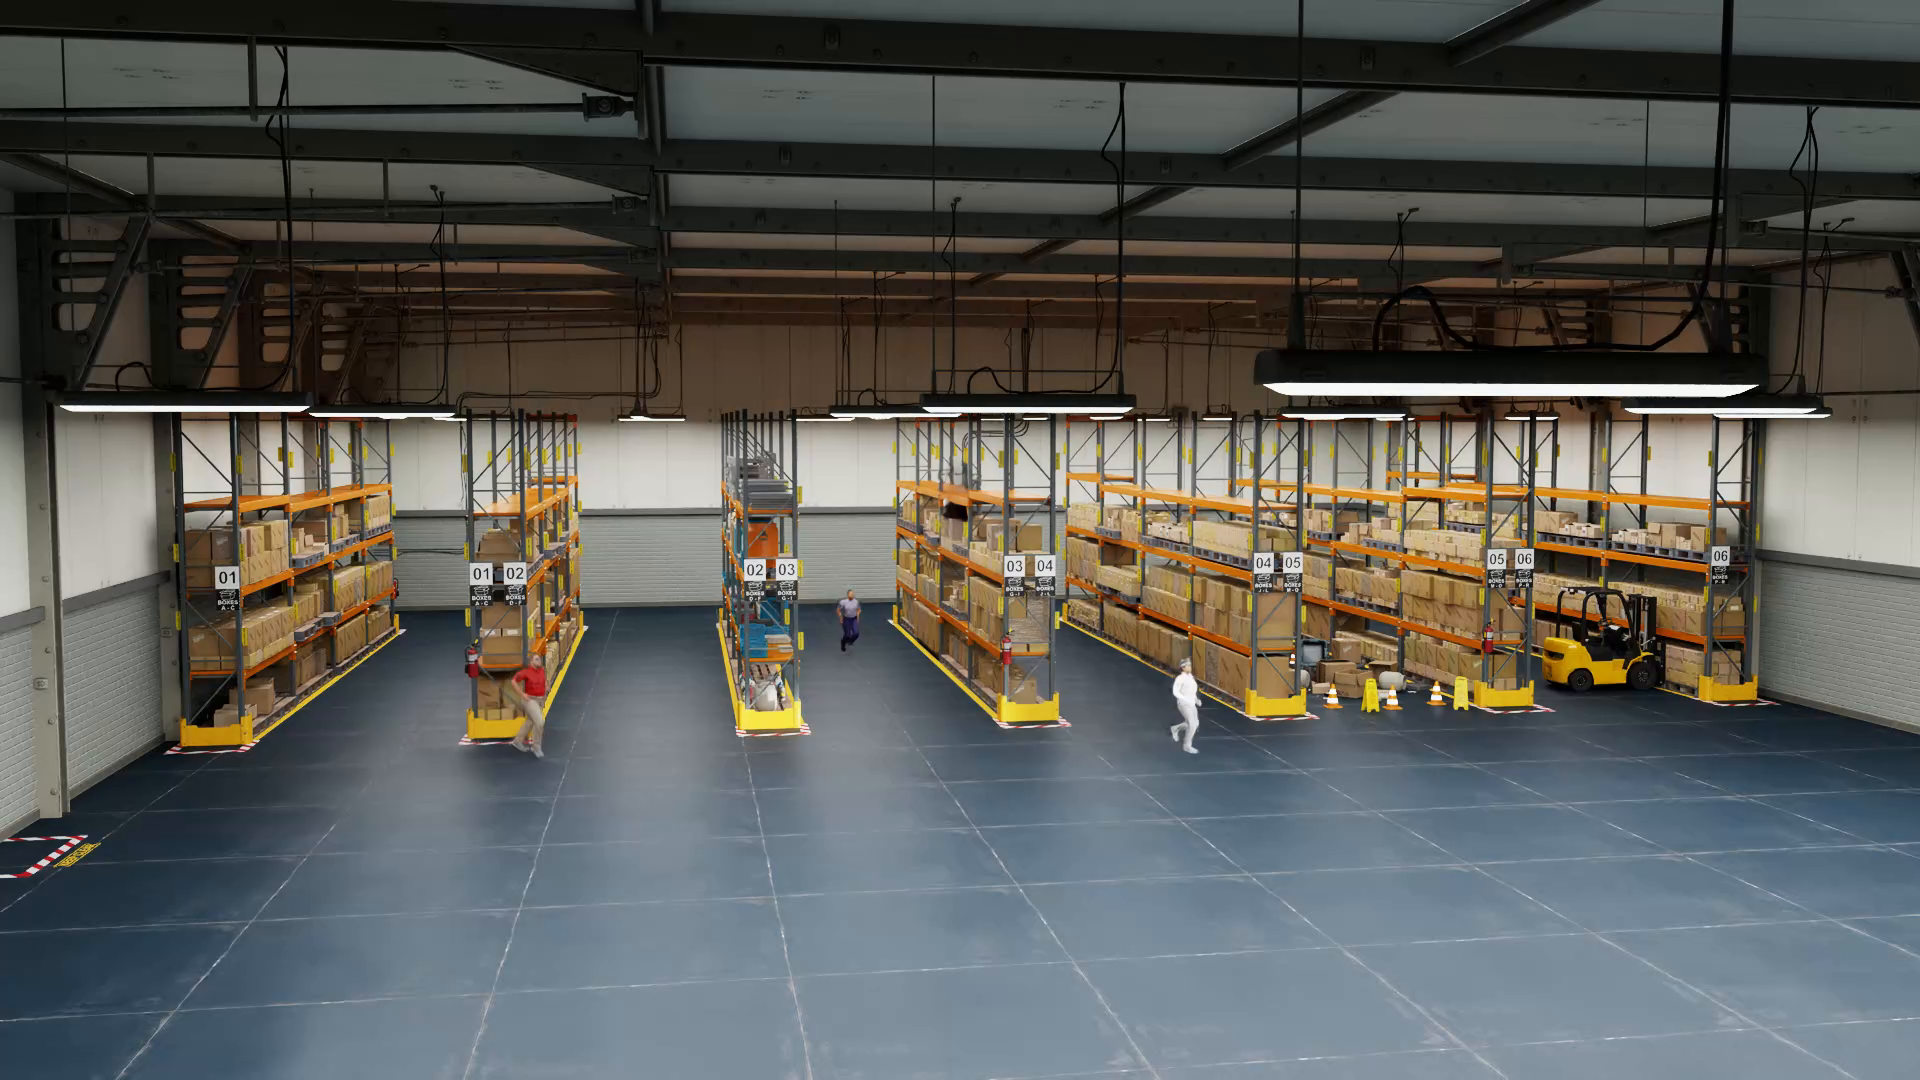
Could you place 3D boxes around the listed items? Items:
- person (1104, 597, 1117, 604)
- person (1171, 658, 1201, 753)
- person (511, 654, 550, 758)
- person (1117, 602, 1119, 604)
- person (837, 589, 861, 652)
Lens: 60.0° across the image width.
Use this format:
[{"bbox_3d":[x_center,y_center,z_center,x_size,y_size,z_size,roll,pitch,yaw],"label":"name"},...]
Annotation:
[{"bbox_3d":[4.383,1.460,49.643,0.583,1.596,0.597,3,5,36],"label":"person"},{"bbox_3d":[3.907,2.874,29.090,0.564,1.654,0.617,3,5,34],"label":"person"},{"bbox_3d":[-7.422,2.861,28.819,0.747,1.802,0.677,1,4,20],"label":"person"},{"bbox_3d":[4.387,1.336,49.868,0.897,1.819,0.671,-1,4,-16],"label":"person"},{"bbox_3d":[-2.682,1.993,40.751,0.607,1.541,0.615,-2,4,-23],"label":"person"}]
